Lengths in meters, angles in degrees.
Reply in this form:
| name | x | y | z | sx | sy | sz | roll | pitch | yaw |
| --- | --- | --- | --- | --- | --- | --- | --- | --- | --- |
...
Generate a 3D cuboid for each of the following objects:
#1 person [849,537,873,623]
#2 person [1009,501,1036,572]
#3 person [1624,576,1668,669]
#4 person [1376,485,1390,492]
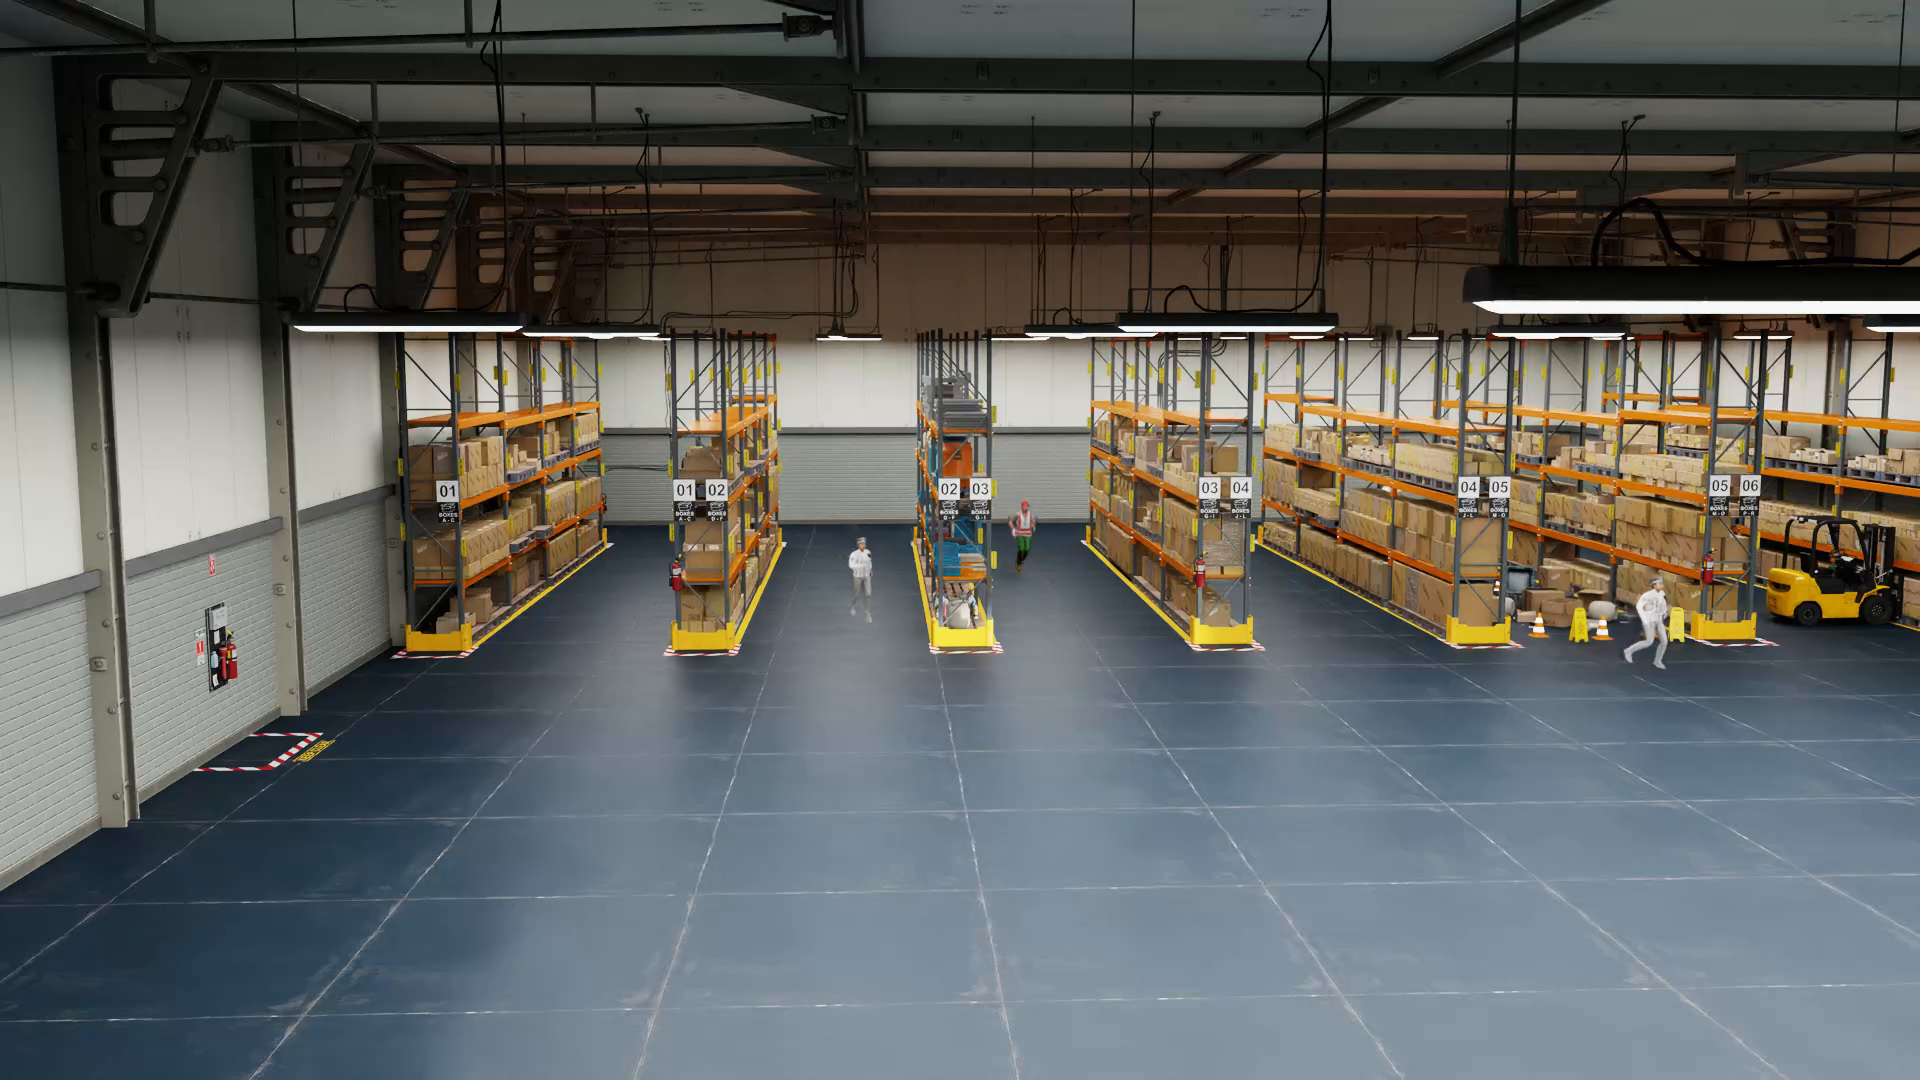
| name | x | y | z | sx | sy | sz | roll | pitch | yaw |
| --- | --- | --- | --- | --- | --- | --- | --- | --- | --- |
| person | -2.034 | 0.783 | 34.054 | 0.589 | 1.720 | 0.883 | -3 | 7 | -25 |
| person | 1.574 | -0.093 | 40.895 | 0.633 | 1.750 | 0.675 | -2 | 7 | -16 |
| person | 12.258 | 1.461 | 29.516 | 0.792 | 1.687 | 0.591 | -4 | 8 | -31 |
| person | 12.610 | -1.012 | 49.897 | 0.791 | 1.731 | 0.714 | -2 | 7 | -20 |
